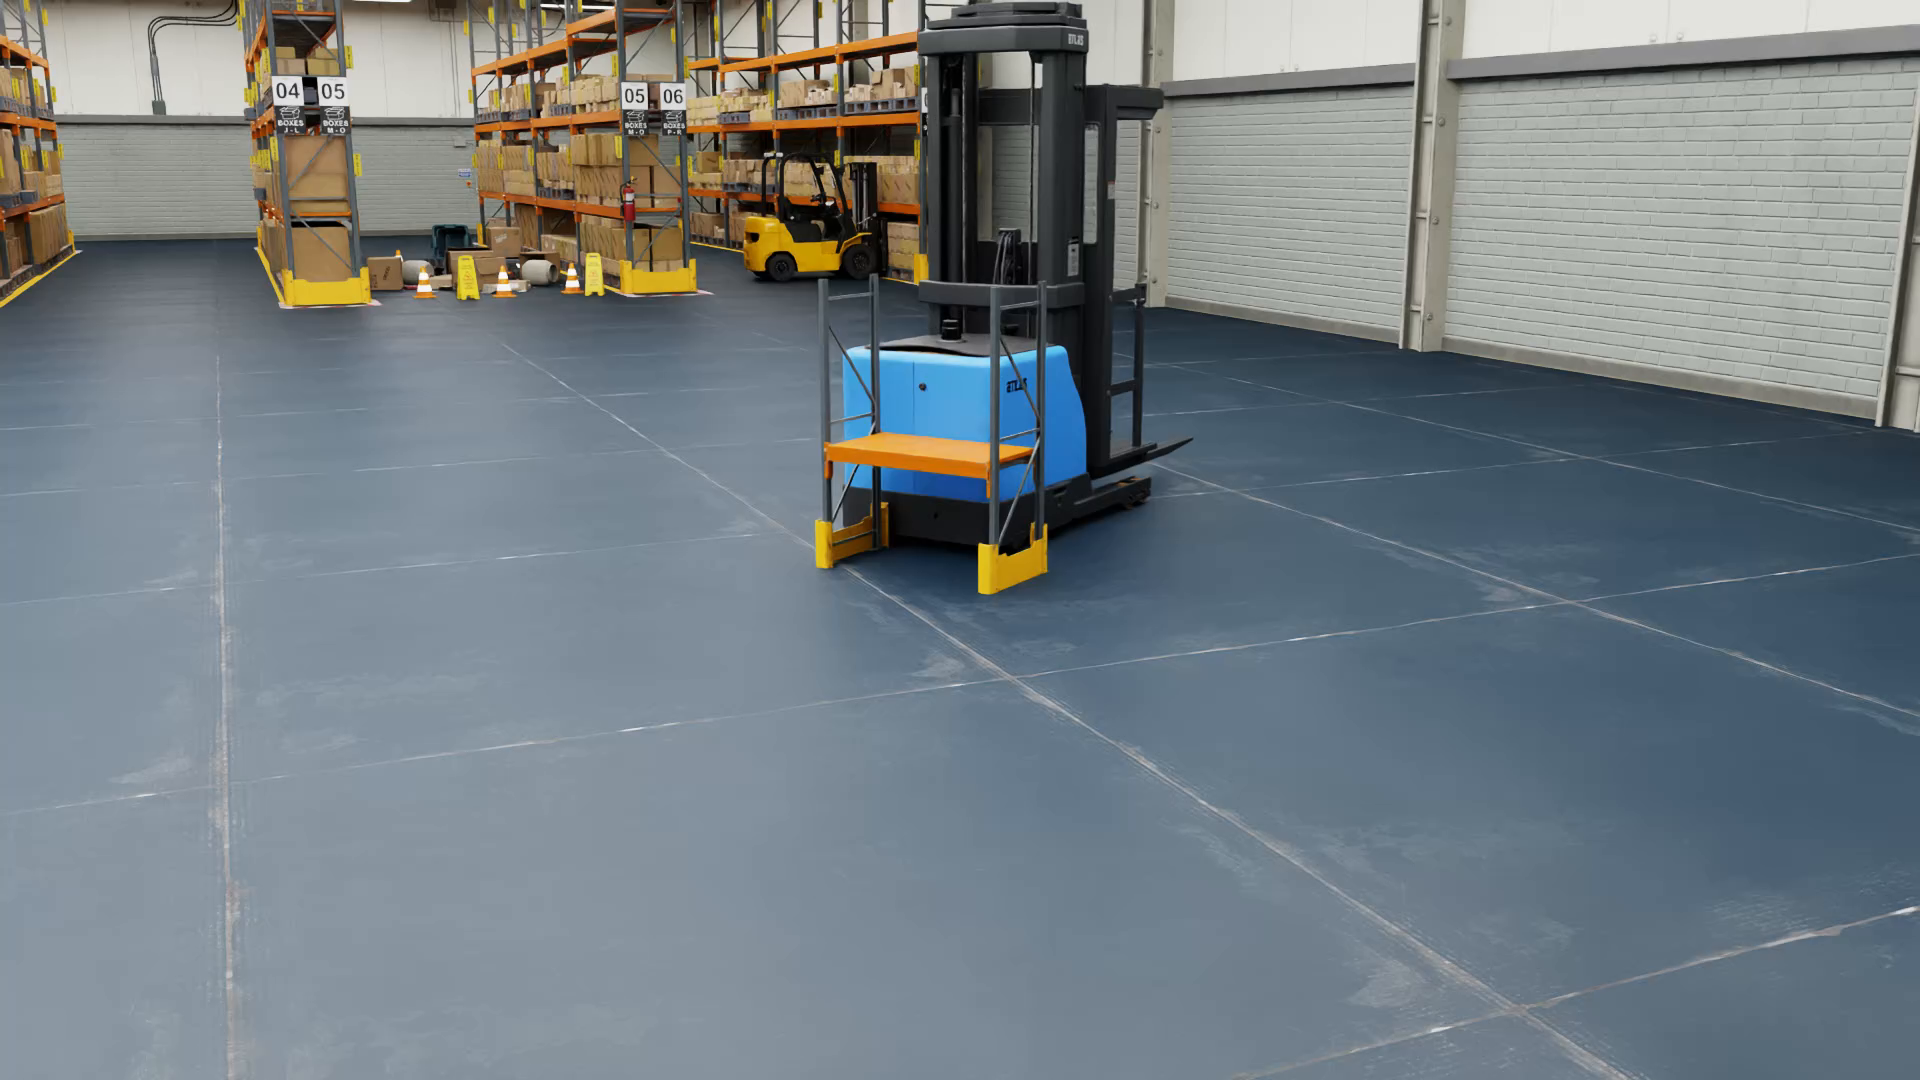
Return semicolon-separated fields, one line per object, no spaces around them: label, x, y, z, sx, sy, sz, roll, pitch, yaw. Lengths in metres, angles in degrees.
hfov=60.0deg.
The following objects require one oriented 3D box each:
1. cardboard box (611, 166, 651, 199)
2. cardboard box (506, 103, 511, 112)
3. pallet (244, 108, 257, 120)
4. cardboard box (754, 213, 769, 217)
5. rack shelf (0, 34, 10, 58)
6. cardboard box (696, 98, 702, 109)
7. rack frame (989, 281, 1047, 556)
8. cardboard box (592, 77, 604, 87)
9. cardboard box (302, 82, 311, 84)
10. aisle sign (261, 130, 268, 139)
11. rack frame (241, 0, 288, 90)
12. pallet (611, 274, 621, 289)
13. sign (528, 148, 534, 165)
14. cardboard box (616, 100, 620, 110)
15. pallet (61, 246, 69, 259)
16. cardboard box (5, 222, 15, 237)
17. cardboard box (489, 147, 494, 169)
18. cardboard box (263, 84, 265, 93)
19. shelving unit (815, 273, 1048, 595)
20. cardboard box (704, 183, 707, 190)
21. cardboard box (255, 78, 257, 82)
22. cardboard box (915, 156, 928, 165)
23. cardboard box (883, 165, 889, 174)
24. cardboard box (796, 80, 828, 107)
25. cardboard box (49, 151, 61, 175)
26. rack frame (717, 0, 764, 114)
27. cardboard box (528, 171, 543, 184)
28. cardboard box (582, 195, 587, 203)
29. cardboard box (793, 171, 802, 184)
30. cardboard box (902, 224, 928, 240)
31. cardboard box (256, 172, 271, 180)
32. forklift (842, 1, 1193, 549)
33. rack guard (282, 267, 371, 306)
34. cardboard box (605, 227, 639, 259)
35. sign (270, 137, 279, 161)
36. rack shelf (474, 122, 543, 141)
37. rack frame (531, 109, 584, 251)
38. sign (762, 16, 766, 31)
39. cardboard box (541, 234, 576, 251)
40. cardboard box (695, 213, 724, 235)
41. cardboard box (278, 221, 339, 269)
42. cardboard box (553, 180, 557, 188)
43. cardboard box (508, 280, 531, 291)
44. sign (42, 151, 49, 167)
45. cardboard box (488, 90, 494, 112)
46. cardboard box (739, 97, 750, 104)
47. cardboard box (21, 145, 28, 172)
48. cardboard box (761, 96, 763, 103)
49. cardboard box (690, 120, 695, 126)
cardboard box;-5.222;-5.677;26.363;0.500;0.500;0.500;-6;14;-24
cardboard box;-9.373;-9.134;35.118;0.380;0.166;0.250;-7;15;-27
pallet;-13.487;-8.426;32.887;1.213;0.211;1.003;-6;14;-23
cardboard box;-4.346;-7.156;36.811;0.380;0.149;0.250;-6;14;-26
rack shelf;-16.236;-8.118;26.969;1.077;0.370;4.000;-6;14;-23
cardboard box;-6.054;-10.499;39.993;0.500;0.250;0.500;-5;14;-21
rack frame;0.289;-0.517;8.278;0.032;1.500;0.500;8;15;31
cardboard box;-5.804;-7.480;27.174;0.380;0.149;0.250;-5;14;-22
cardboard box;-10.017;-7.254;25.928;0.500;0.250;0.500;-6;14;-23
aisle sign;-15.961;-9.488;37.947;0.394;0.787;0.004;-6;14;-23
rack frame;-15.657;-11.156;37.615;1.000;3.000;0.127;-6;14;-23
pallet;-5.076;-4.224;27.152;1.003;0.211;1.213;-6;14;-23
sign;-8.464;-7.562;32.822;0.100;0.325;0.005;-6;14;-23
cardboard box;-5.152;-6.783;25.931;0.380;0.149;0.250;-6;14;-23
pallet;-19.365;-6.038;34.990;1.003;0.211;1.213;-6;14;-23
cardboard box;-16.742;-5.380;28.866;0.500;0.250;0.500;-5;14;-21
cardboard box;-10.410;-8.693;37.839;0.500;0.500;0.500;-5;14;-22
cardboard box;-10.711;-7.084;26.076;0.380;0.149;0.250;-6;14;-24
shelving unit;-0.151;-0.578;8.543;1.083;1.500;0.587;8;15;31
cardboard box;-5.974;-8.565;40.282;0.380;0.149;0.250;-6;14;-23
cardboard box;-13.386;-8.788;32.115;0.396;0.266;0.258;-6;14;-23
cardboard box;-0.543;-6.410;28.091;0.380;0.149;0.250;-6;14;-23
cardboard box;-1.138;-6.519;29.223;0.380;0.149;0.250;-6;14;-23
cardboard box;-2.936;-8.879;33.054;0.500;0.500;0.500;-5;14;-22
cardboard box;-19.806;-8.167;36.013;0.500;0.500;0.500;-5;14;-22
rack frame;-5.013;-11.247;38.007;1.000;3.000;0.127;-6;14;-23
cardboard box;-8.384;-7.296;33.466;0.500;0.250;0.500;-6;14;-23
cardboard box;-6.374;-5.958;29.019;0.380;0.149;0.250;-5;14;-21
cardboard box;-3.064;-7.341;33.660;0.500;0.250;0.500;-6;14;-24
cardboard box;-0.676;-5.264;28.411;0.500;0.250;0.500;-5;14;-21
cardboard box;-13.067;-6.869;31.361;0.380;0.149;0.250;-5;14;-22
forklift;0.533;-1.664;10.059;1.130;2.935;3.031;8;15;30
rack guard;-9.238;-3.705;24.270;1.175;0.500;0.348;-6;14;-23
cardboard box;-5.525;-4.876;27.287;0.500;0.500;0.500;-5;14;-21
sign;-9.750;-5.561;23.652;0.100;0.325;0.005;-6;14;-23
rack shelf;-10.361;-9.399;38.271;1.077;0.370;4.000;-6;14;-23
rack frame;-7.957;-7.049;33.172;1.000;3.000;0.127;-6;14;-23
sign;-4.507;-11.830;38.106;0.100;0.325;0.005;-6;14;-23
cardboard box;-7.740;-5.855;32.913;0.950;0.372;0.625;-7;15;-27
cardboard box;-6.150;-7.822;41.128;0.700;0.500;0.500;-5;14;-21
cardboard box;-10.298;-4.602;26.380;0.875;0.875;0.875;-6;14;-23
cardboard box;-7.588;-6.823;31.825;0.380;0.149;0.250;-5;14;-20
cardboard box;-7.128;-4.095;26.734;0.380;0.149;0.250;1;13;6
sign;-18.146;-7.556;32.974;0.100;0.325;0.005;-6;14;-23
cardboard box;-10.492;-10.035;38.048;0.500;0.500;0.500;-5;14;-22
cardboard box;-4.624;-9.647;36.492;0.380;0.149;0.250;-6;14;-23
cardboard box;-17.849;-7.116;31.018;0.797;0.503;0.637;-5;14;-21
cardboard box;-4.044;-9.440;35.642;0.380;0.149;0.250;-6;14;-24
cardboard box;-6.367;-10.182;40.616;0.380;0.149;0.250;-6;14;-23
